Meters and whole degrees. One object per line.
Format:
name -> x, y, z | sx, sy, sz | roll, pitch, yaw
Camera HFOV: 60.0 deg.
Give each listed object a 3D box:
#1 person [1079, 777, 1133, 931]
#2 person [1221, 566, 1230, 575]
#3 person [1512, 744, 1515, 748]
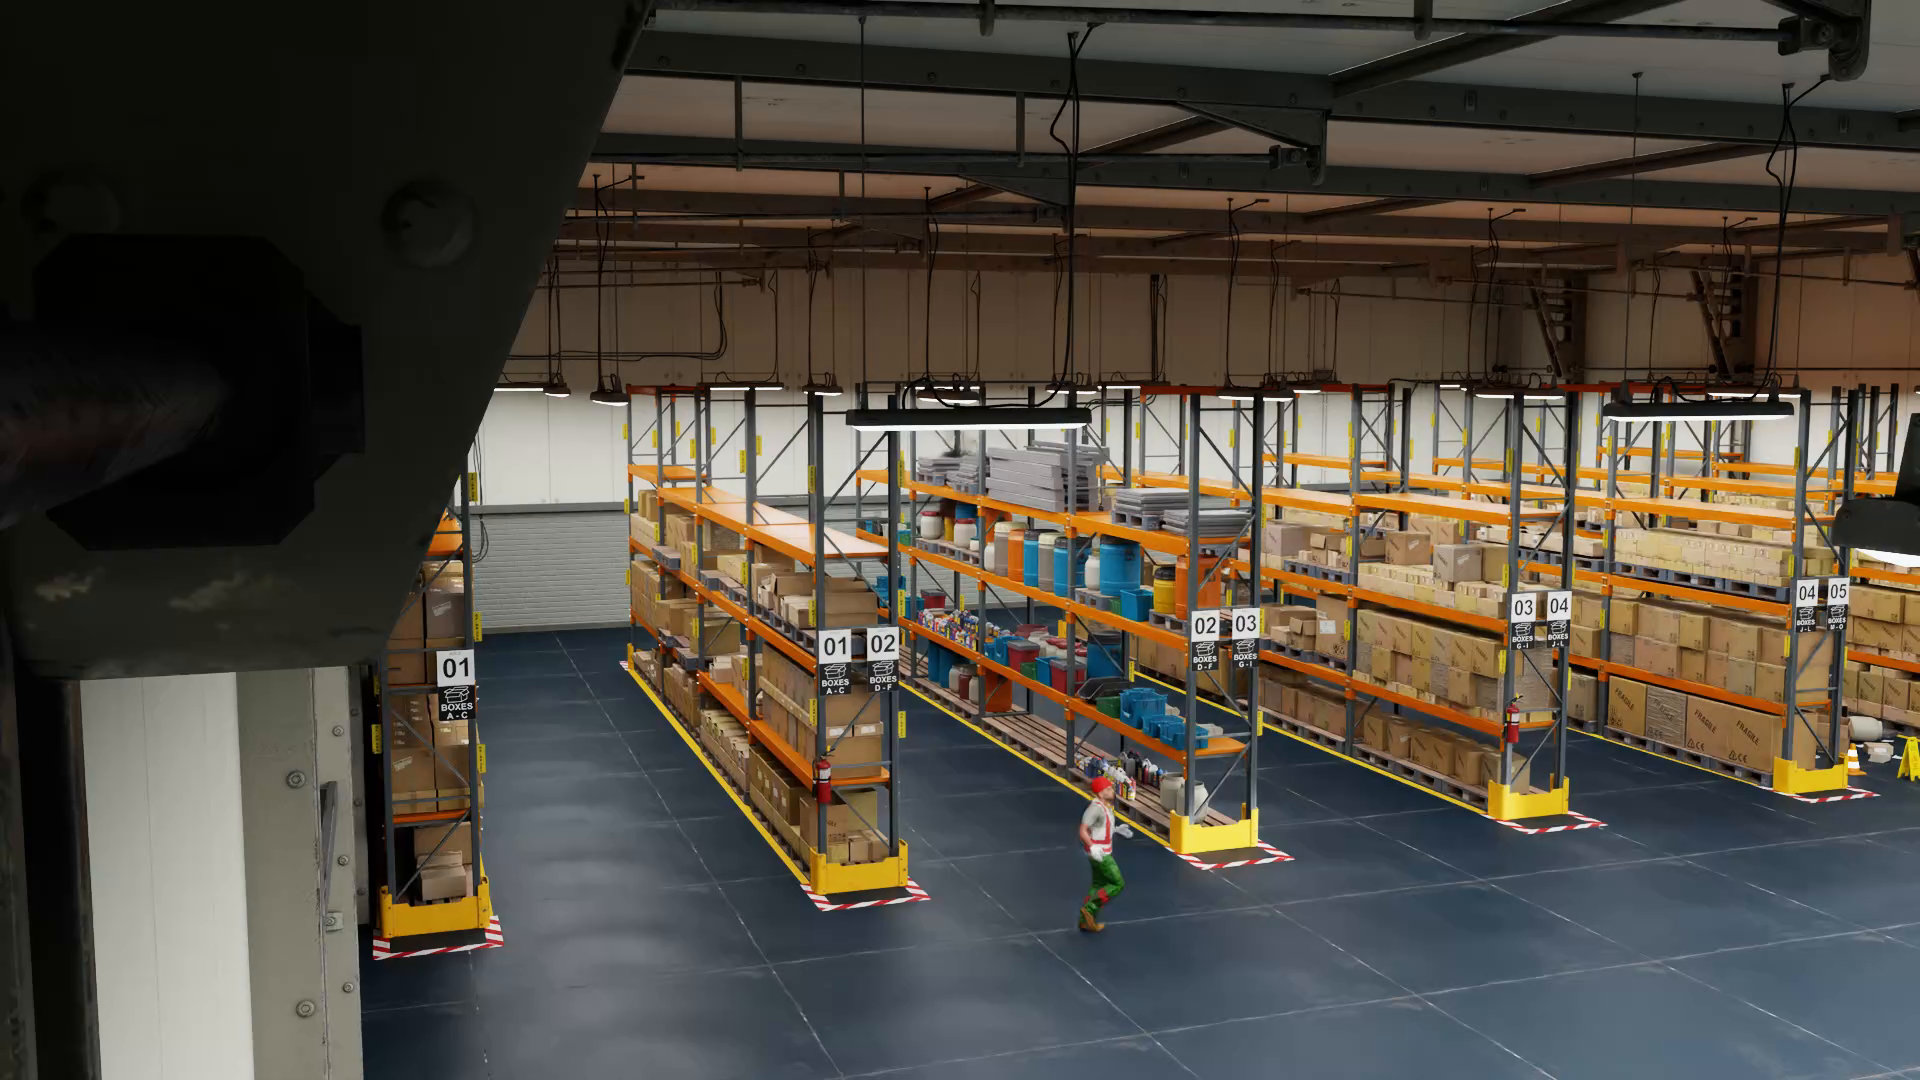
person -> 1.641, 3.521, 18.715 | 0.601, 1.748, 0.632 | 1, 6, 7
person -> 6.306, 1.296, 40.255 | 0.724, 1.810, 0.787 | 5, 8, 38
person -> 9.196, 2.634, 27.982 | 0.584, 1.671, 0.608 | -2, 6, -23
